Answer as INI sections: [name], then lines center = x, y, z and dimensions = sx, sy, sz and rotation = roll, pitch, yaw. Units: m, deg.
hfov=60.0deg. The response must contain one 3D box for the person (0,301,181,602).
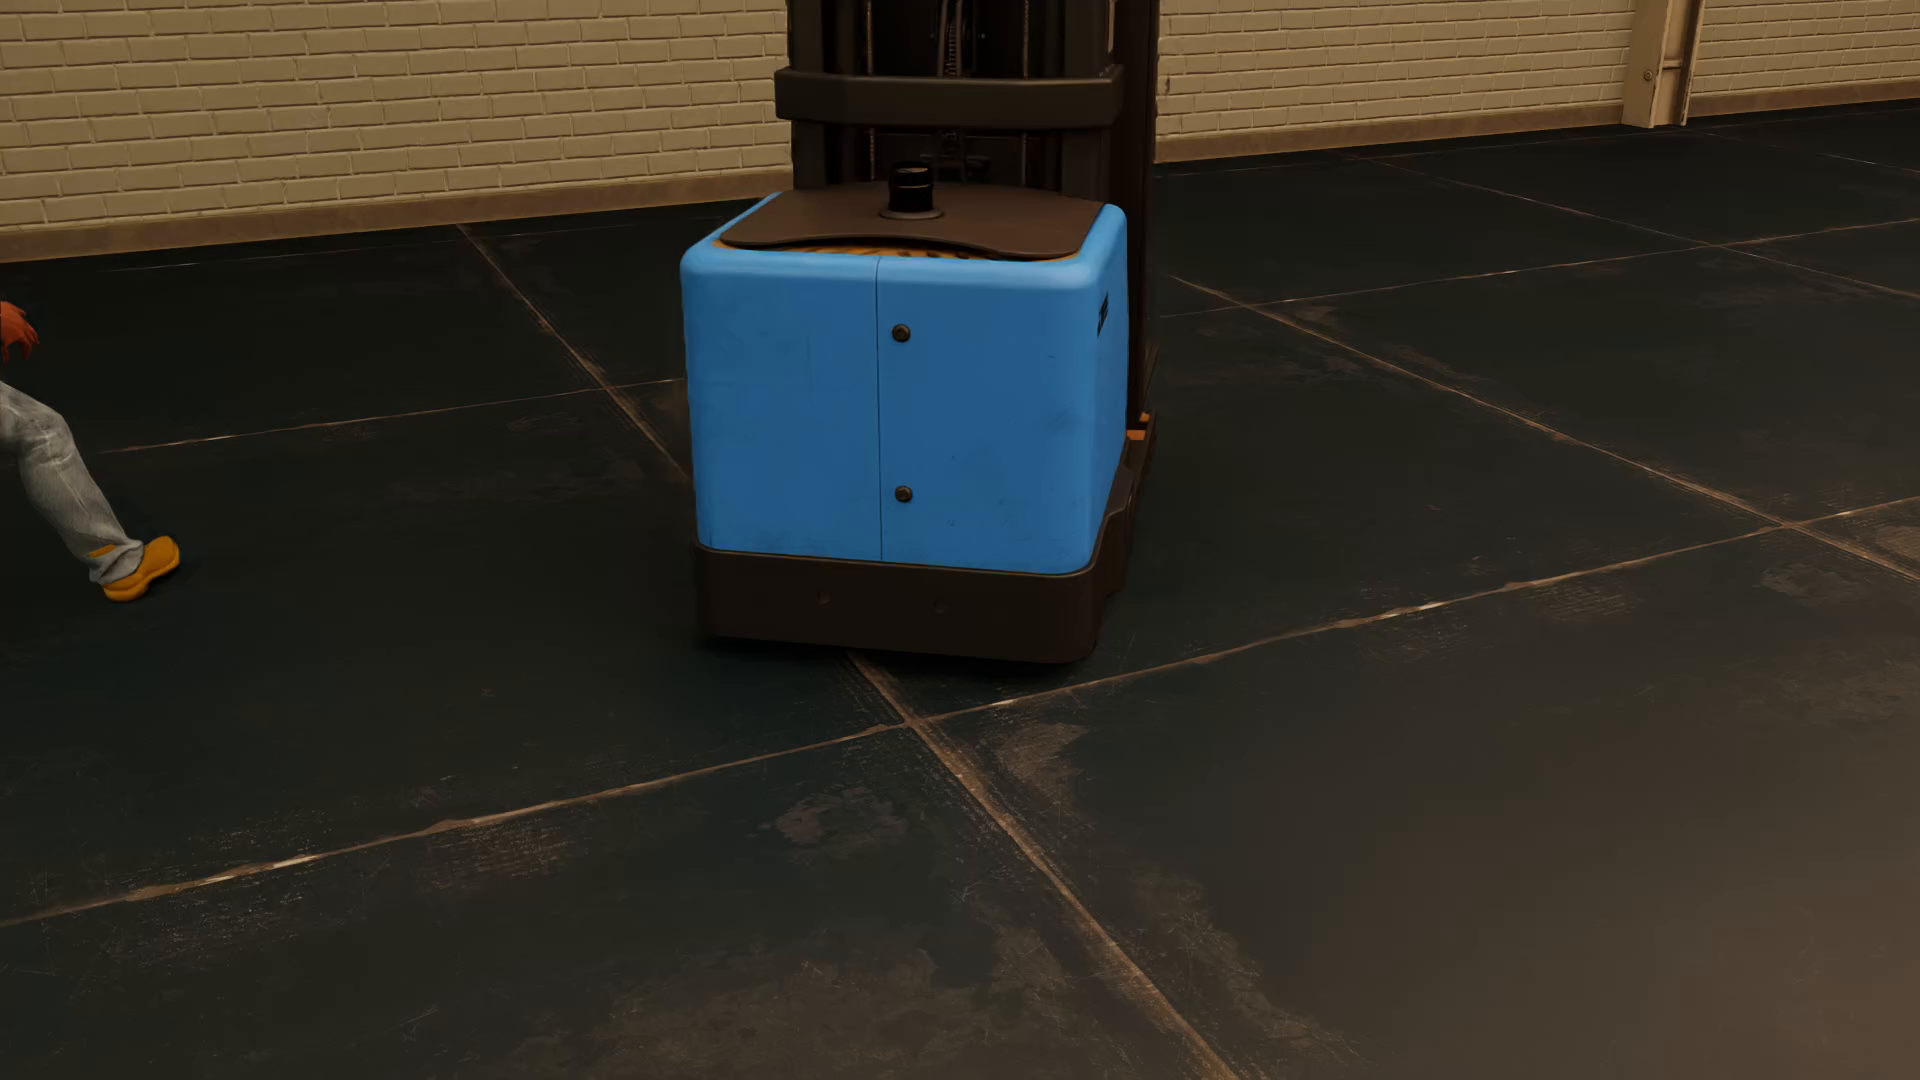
[person]
center = -2.901, -0.535, 4.381
dimensions = 1.069, 1.600, 0.980
rotation = 9, 24, 21

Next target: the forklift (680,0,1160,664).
[forklift]
center = 0.080, -1.576, 5.081
dimensions = 1.130, 2.935, 3.031
rotation = 4, 23, 10
